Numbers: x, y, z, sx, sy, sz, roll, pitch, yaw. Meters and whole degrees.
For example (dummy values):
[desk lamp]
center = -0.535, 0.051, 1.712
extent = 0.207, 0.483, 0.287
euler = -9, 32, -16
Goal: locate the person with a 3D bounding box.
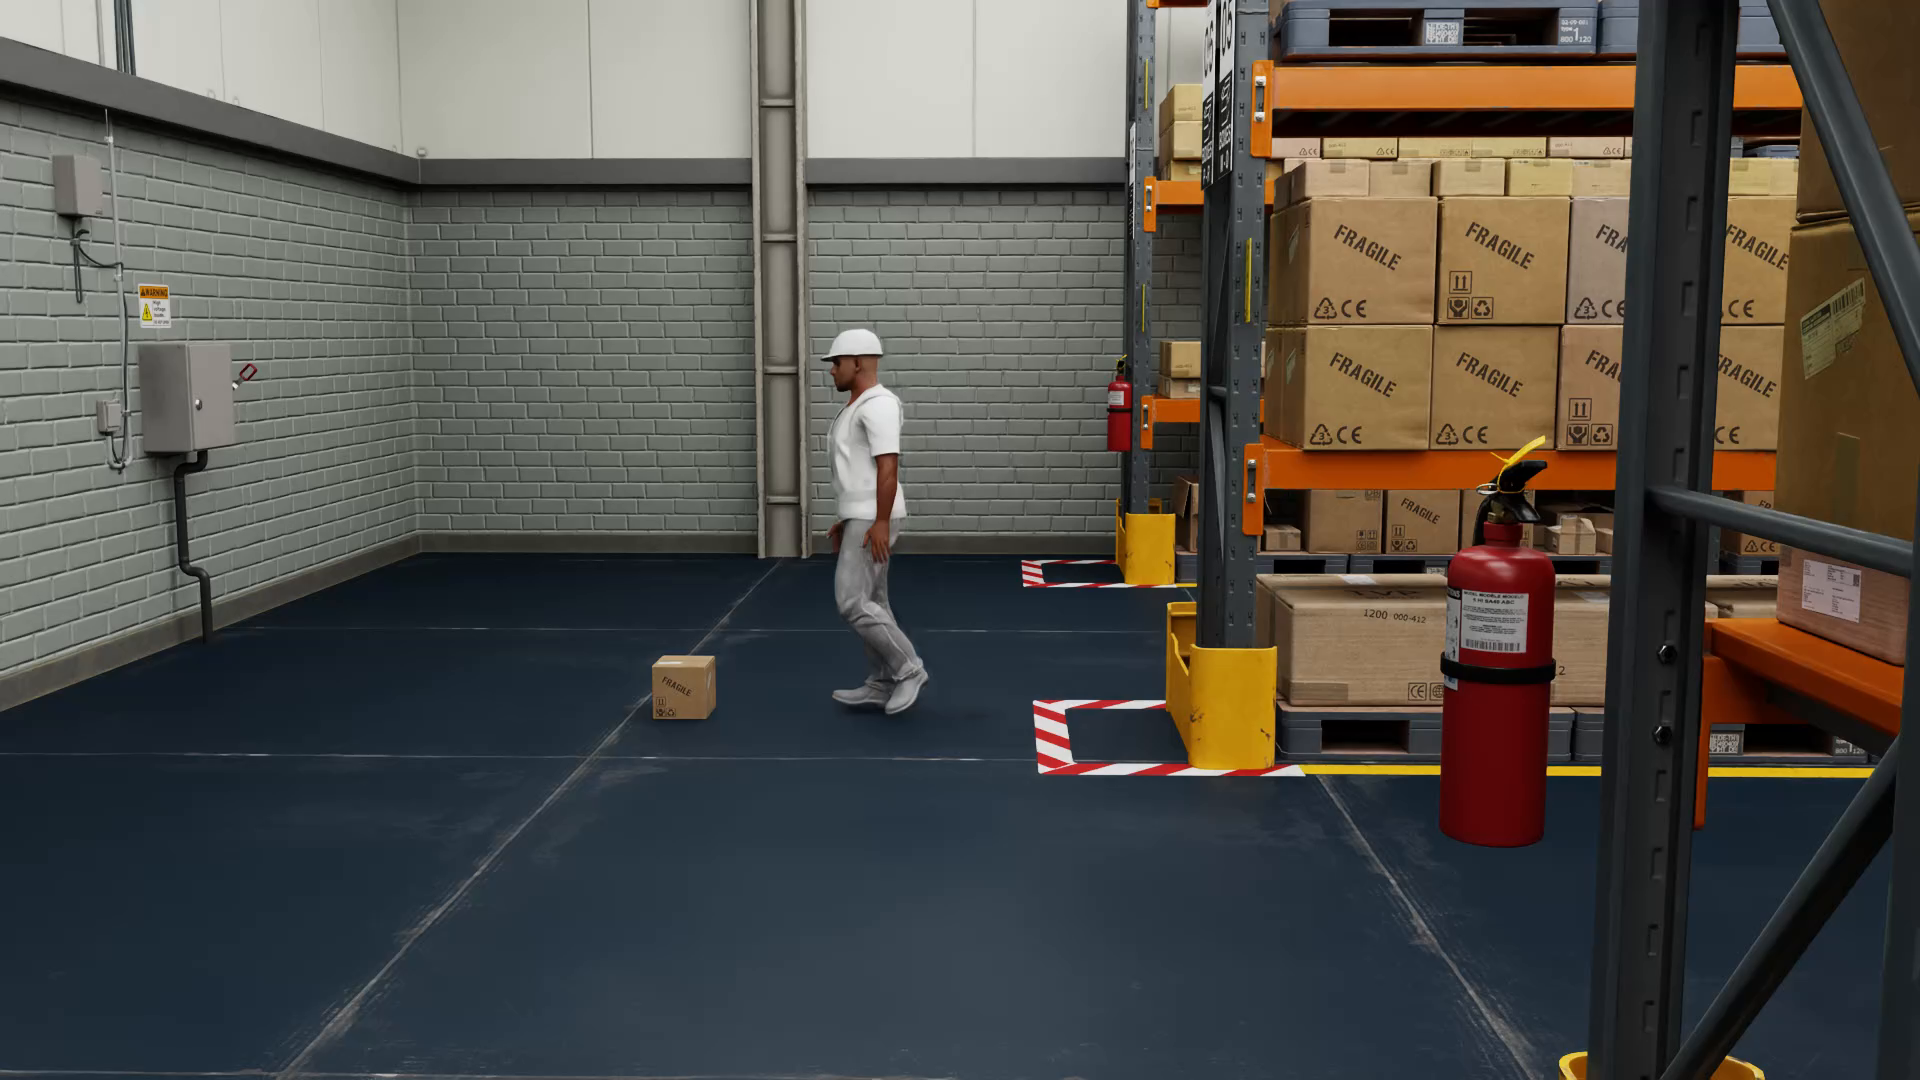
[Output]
[person]
center = -0.398, -0.092, 7.721
extent = 0.481, 1.762, 0.598
euler = -1, 7, -9
